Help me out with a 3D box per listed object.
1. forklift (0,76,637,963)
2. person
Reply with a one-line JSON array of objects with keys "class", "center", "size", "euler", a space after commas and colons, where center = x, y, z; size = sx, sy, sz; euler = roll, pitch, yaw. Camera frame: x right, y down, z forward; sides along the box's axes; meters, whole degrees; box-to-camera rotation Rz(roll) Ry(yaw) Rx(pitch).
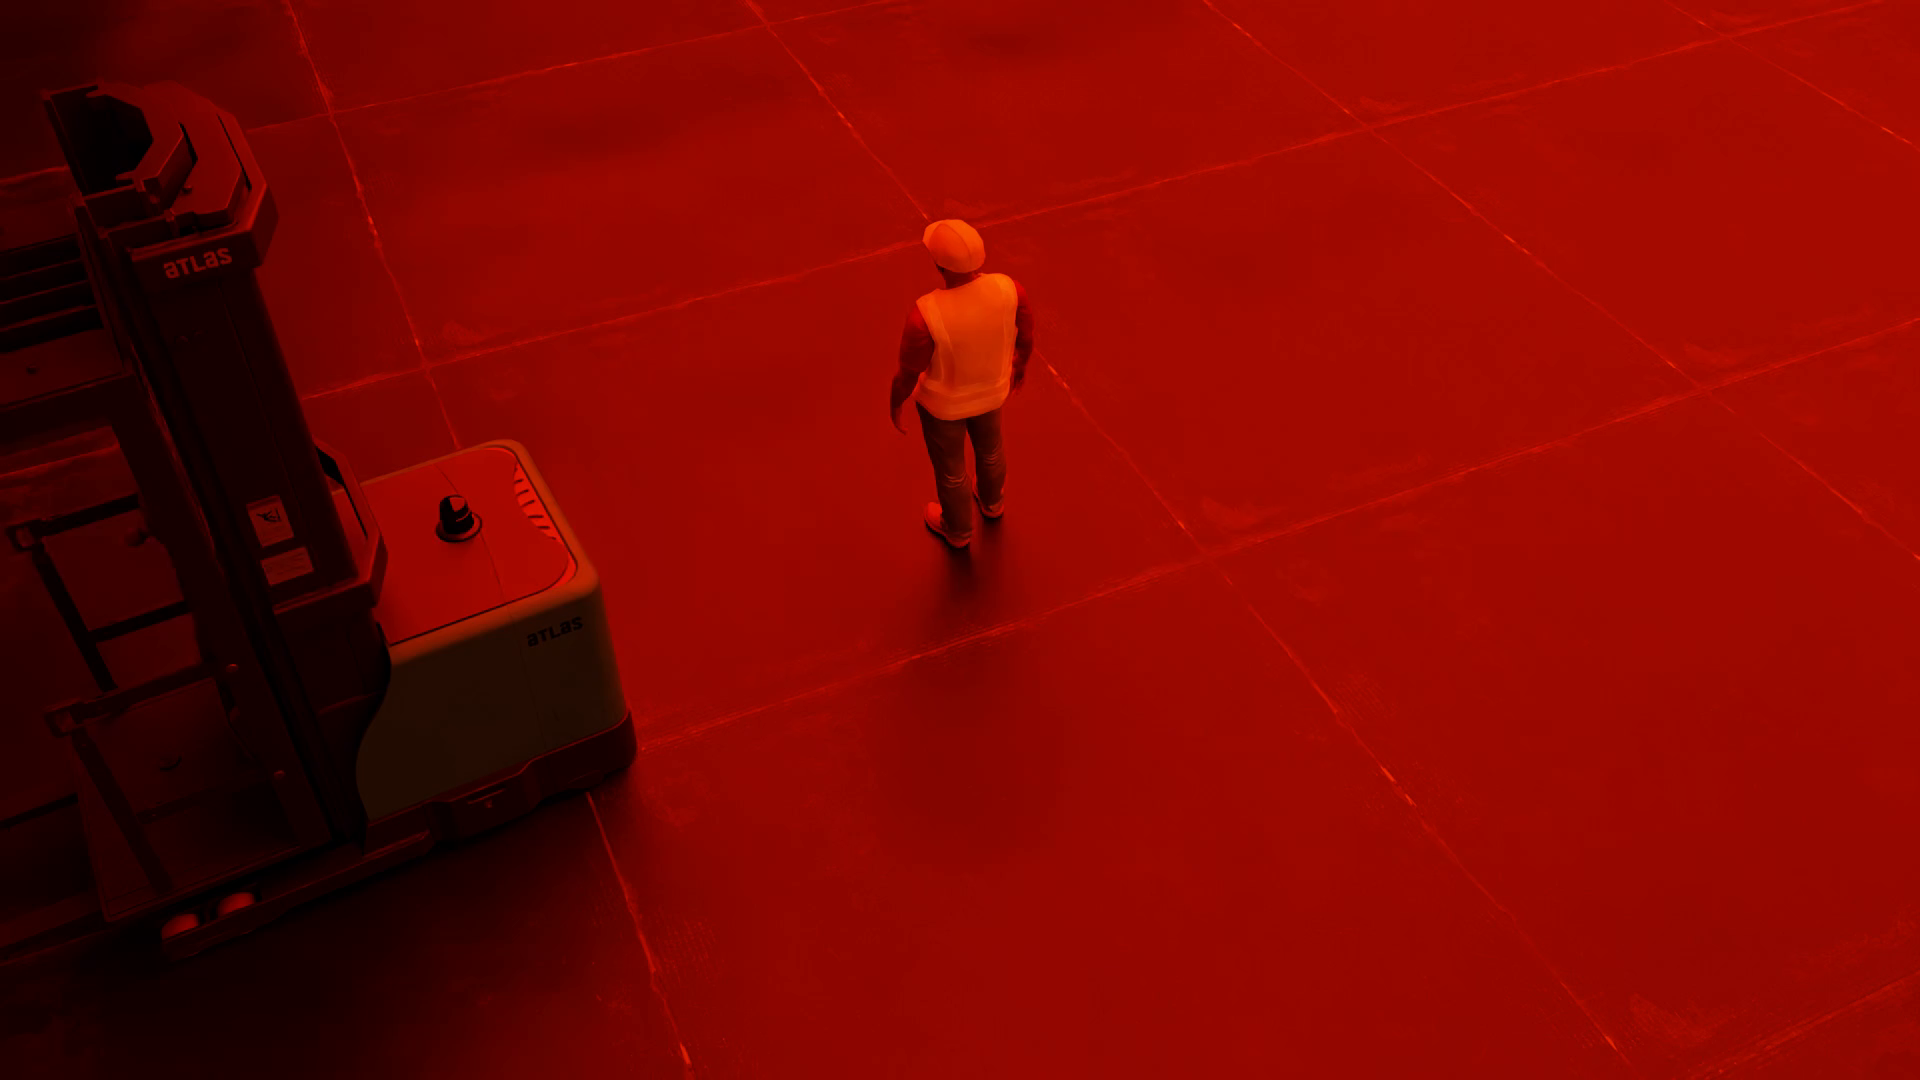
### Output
[{"class": "forklift", "center": [-2.860, 0.060, 5.616], "size": [3.031, 2.935, 1.130], "euler": [-21, 47, -21]}, {"class": "person", "center": [-0.024, -0.696, 7.269], "size": [0.665, 1.768, 0.575], "euler": [-18, 46, -18]}]
